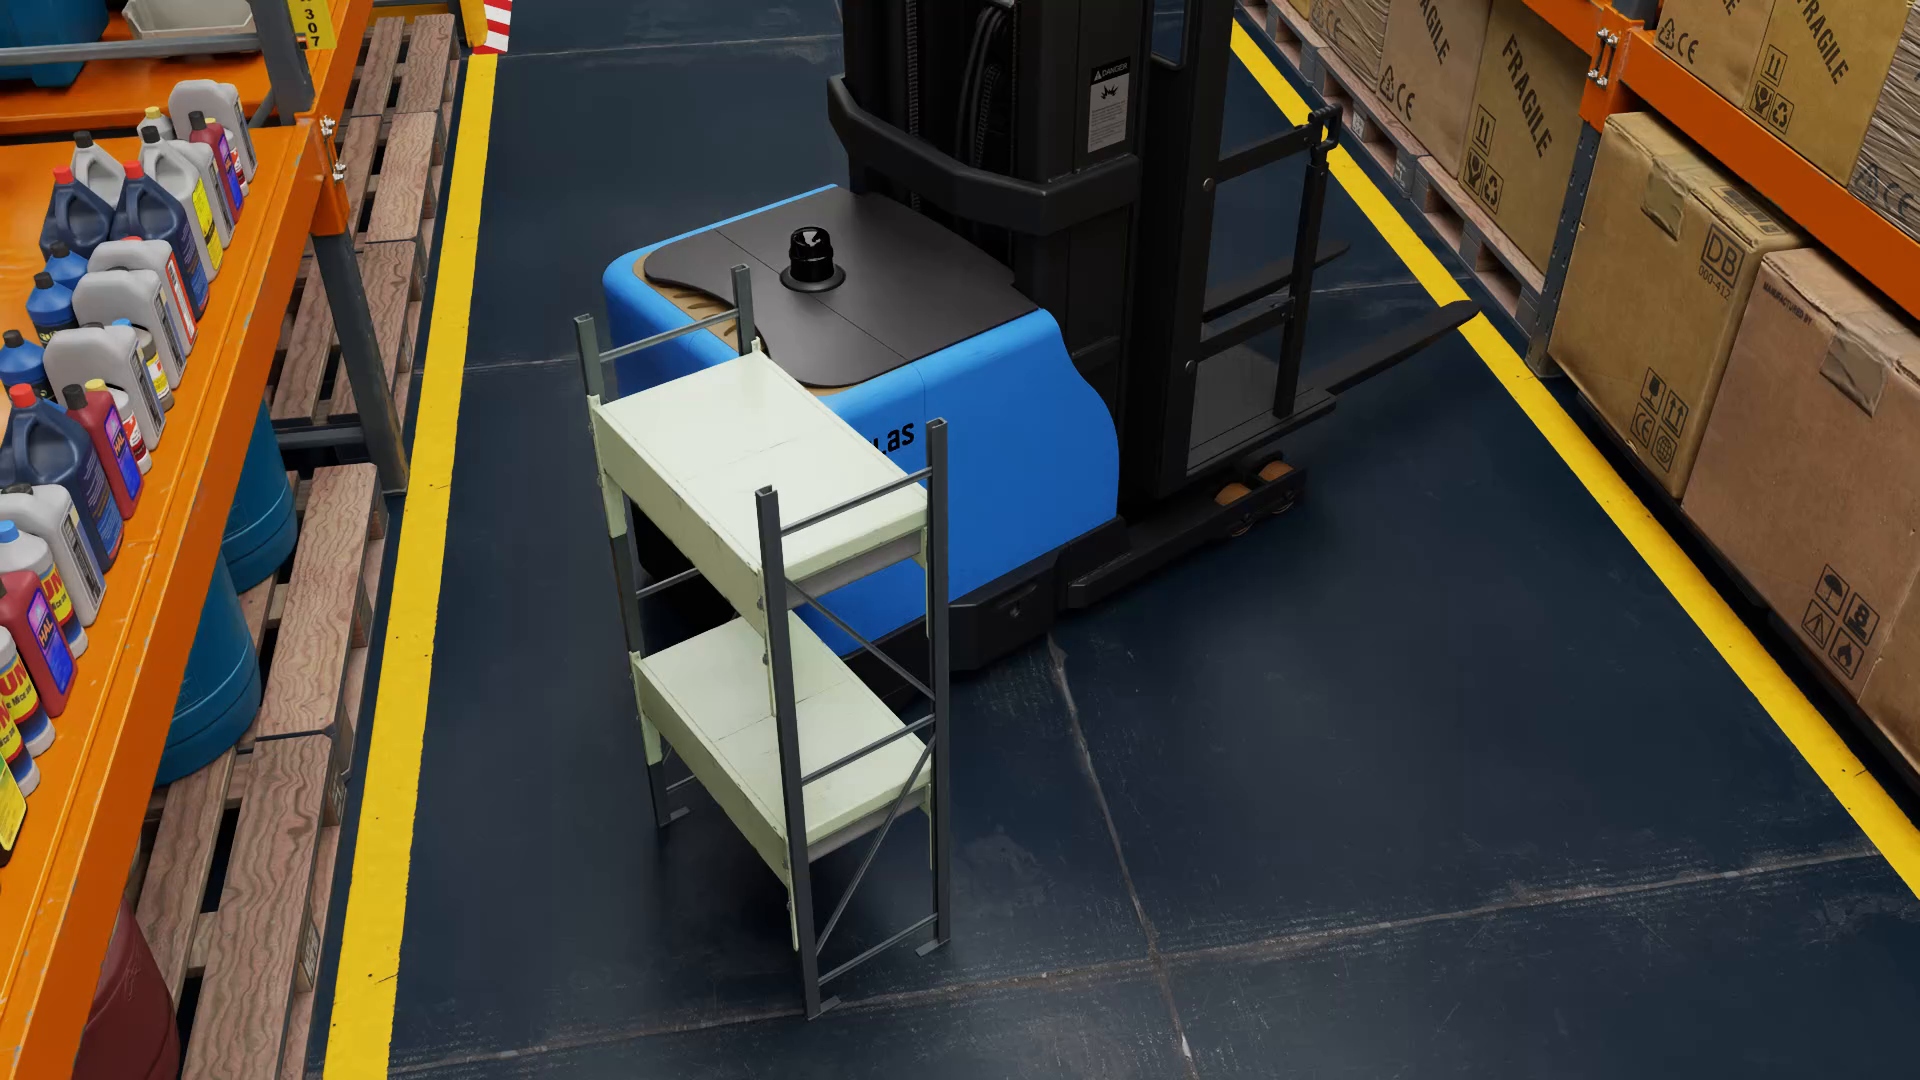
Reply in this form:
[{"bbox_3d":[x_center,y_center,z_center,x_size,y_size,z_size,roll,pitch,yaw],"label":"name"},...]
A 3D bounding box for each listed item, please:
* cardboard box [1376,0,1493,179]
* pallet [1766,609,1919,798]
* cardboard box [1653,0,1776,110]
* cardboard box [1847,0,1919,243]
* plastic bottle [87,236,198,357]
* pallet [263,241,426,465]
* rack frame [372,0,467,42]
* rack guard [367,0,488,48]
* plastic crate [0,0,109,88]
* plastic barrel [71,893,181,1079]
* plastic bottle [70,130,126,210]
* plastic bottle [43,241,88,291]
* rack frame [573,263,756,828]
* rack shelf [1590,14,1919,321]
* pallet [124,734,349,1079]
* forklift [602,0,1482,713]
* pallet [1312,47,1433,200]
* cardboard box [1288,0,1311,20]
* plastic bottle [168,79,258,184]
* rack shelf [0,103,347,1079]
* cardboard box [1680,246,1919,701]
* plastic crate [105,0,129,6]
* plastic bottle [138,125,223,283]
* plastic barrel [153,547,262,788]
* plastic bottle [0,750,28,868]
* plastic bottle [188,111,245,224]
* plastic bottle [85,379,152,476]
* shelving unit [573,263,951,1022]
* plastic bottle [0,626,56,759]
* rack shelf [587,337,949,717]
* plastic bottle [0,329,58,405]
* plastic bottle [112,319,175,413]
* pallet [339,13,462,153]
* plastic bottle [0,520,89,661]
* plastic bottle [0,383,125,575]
[{"bbox_3d":[2.370,-2.126,6.932,0.875,0.875,0.875,-6,38,-8],"label":"cardboard box"},{"bbox_3d":[2.992,0.449,4.500,1.003,0.211,1.213,-6,38,-8],"label":"pallet"},{"bbox_3d":[2.399,-1.584,4.762,0.500,0.500,0.500,-6,38,-8],"label":"cardboard box"},{"bbox_3d":[2.576,-0.978,3.982,0.500,0.500,0.500,-7,38,-9],"label":"cardboard box"},{"bbox_3d":[-1.772,-0.539,3.599,0.152,0.276,0.135,-6,38,-8],"label":"plastic bottle"},{"bbox_3d":[-2.479,-0.655,5.921,1.003,0.211,1.213,-6,38,-8],"label":"pallet"},{"bbox_3d":[-3.013,-3.732,7.609,1.000,3.000,0.127,-6,38,-8],"label":"rack frame"},{"bbox_3d":[-3.030,-2.758,8.393,1.175,0.500,0.348,-6,38,-8],"label":"rack guard"},{"bbox_3d":[-2.729,-1.579,4.801,0.392,0.384,0.575,-6,38,-8],"label":"plastic crate"},{"bbox_3d":[-1.911,0.911,3.256,0.600,0.588,0.708,-6,38,-8],"label":"plastic barrel"},{"bbox_3d":[-1.970,-0.761,3.825,0.144,0.351,0.185,-6,38,-8],"label":"plastic bottle"},{"bbox_3d":[-1.891,-0.512,3.569,0.097,0.271,0.097,0,38,0],"label":"plastic bottle"},{"bbox_3d":[-0.619,0.075,3.931,0.400,1.500,0.023,-24,44,-27],"label":"rack frame"},{"bbox_3d":[2.915,-0.357,3.851,1.077,0.370,4.000,-6,38,-8],"label":"rack shelf"},{"bbox_3d":[-2.000,0.994,3.798,1.003,0.211,1.213,-6,38,-8],"label":"pallet"},{"bbox_3d":[0.486,-1.397,4.659,3.031,2.935,1.130,-26,45,-30],"label":"forklift"},{"bbox_3d":[2.291,-1.954,7.593,1.003,0.211,1.213,-6,38,-8],"label":"pallet"},{"bbox_3d":[2.055,-3.214,8.331,0.875,0.875,0.875,-6,38,-8],"label":"cardboard box"},{"bbox_3d":[-1.924,-1.064,4.275,0.152,0.276,0.135,-6,38,-8],"label":"plastic bottle"},{"bbox_3d":[-1.961,0.176,3.165,1.077,0.370,4.000,-6,38,-8],"label":"rack shelf"},{"bbox_3d":[2.854,-0.252,4.518,1.225,0.875,0.875,-7,38,-10],"label":"cardboard box"},{"bbox_3d":[-2.772,-1.878,5.398,0.437,0.125,0.590,-6,38,-8],"label":"plastic crate"},{"bbox_3d":[-1.828,-0.777,3.845,0.144,0.351,0.185,-6,38,-8],"label":"plastic bottle"},{"bbox_3d":[-2.109,0.105,4.038,0.600,0.901,0.708,-6,38,-8],"label":"plastic barrel"},{"bbox_3d":[-1.468,0.345,2.456,0.061,0.283,0.133,-6,38,-8],"label":"plastic bottle"},{"bbox_3d":[-1.839,-0.932,4.100,0.061,0.283,0.133,-6,38,-8],"label":"plastic bottle"},{"bbox_3d":[-1.660,-0.221,3.251,0.097,0.201,0.097,0,38,0],"label":"plastic bottle"},{"bbox_3d":[-0.405,0.257,3.697,0.431,1.500,0.755,-24,44,-27],"label":"shelving unit"},{"bbox_3d":[-1.523,0.223,2.622,0.097,0.271,0.097,0,38,0],"label":"plastic bottle"},{"bbox_3d":[-0.405,-0.051,3.457,0.431,0.370,0.720,-24,44,-27],"label":"rack shelf"},{"bbox_3d":[-1.827,-0.291,3.284,0.097,0.271,0.097,0,38,0],"label":"plastic bottle"},{"bbox_3d":[-1.701,-0.361,3.431,0.097,0.201,0.097,0,38,0],"label":"plastic bottle"},{"bbox_3d":[-2.906,-2.129,7.818,1.003,0.211,1.213,-6,38,-8],"label":"pallet"},{"bbox_3d":[-1.564,0.084,2.802,0.097,0.271,0.097,0,38,0],"label":"plastic bottle"},{"bbox_3d":[-1.635,-0.111,2.988,0.144,0.351,0.185,-6,38,-8],"label":"plastic bottle"}]
